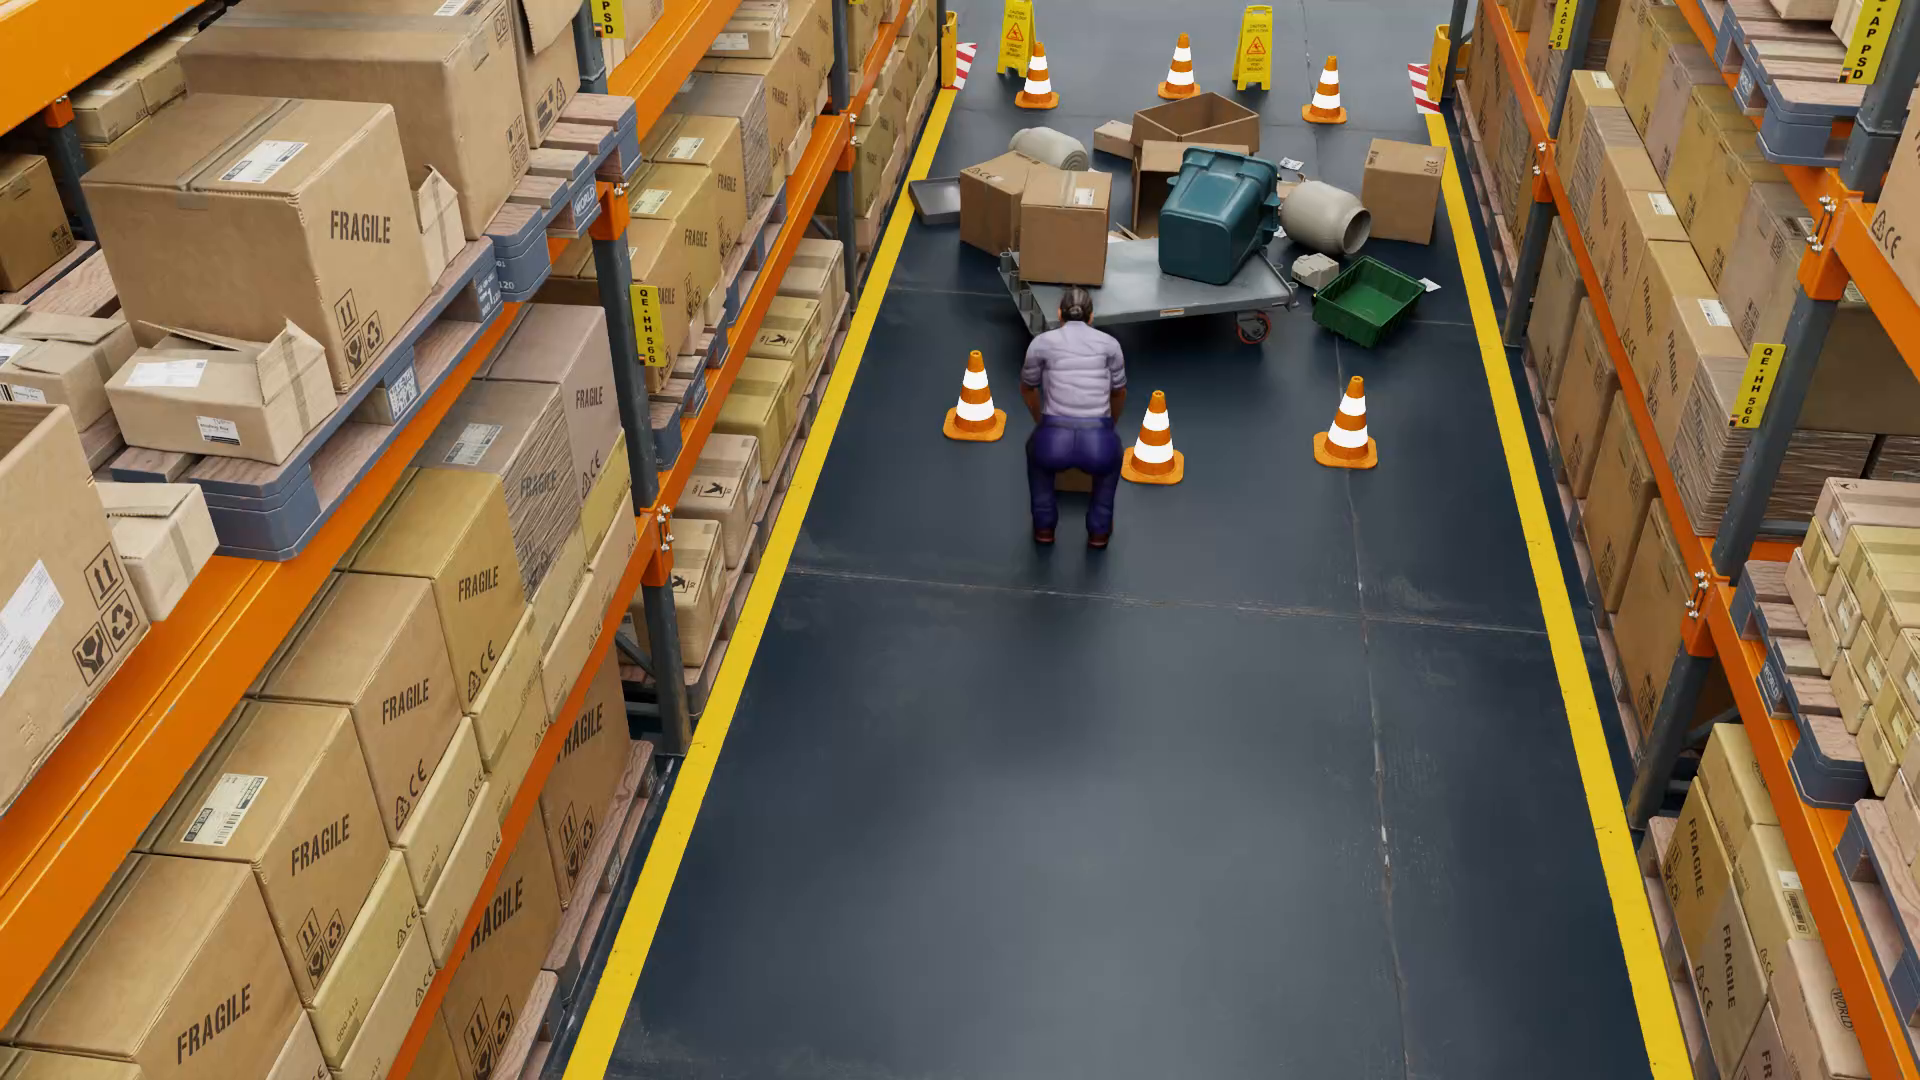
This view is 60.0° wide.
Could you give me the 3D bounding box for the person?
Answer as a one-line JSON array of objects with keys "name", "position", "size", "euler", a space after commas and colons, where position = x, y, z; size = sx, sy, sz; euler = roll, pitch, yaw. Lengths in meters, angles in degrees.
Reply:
[{"name": "person", "position": [0.547, -0.562, 8.201], "size": [0.541, 1.198, 0.742], "euler": [4, 37, 6]}]
